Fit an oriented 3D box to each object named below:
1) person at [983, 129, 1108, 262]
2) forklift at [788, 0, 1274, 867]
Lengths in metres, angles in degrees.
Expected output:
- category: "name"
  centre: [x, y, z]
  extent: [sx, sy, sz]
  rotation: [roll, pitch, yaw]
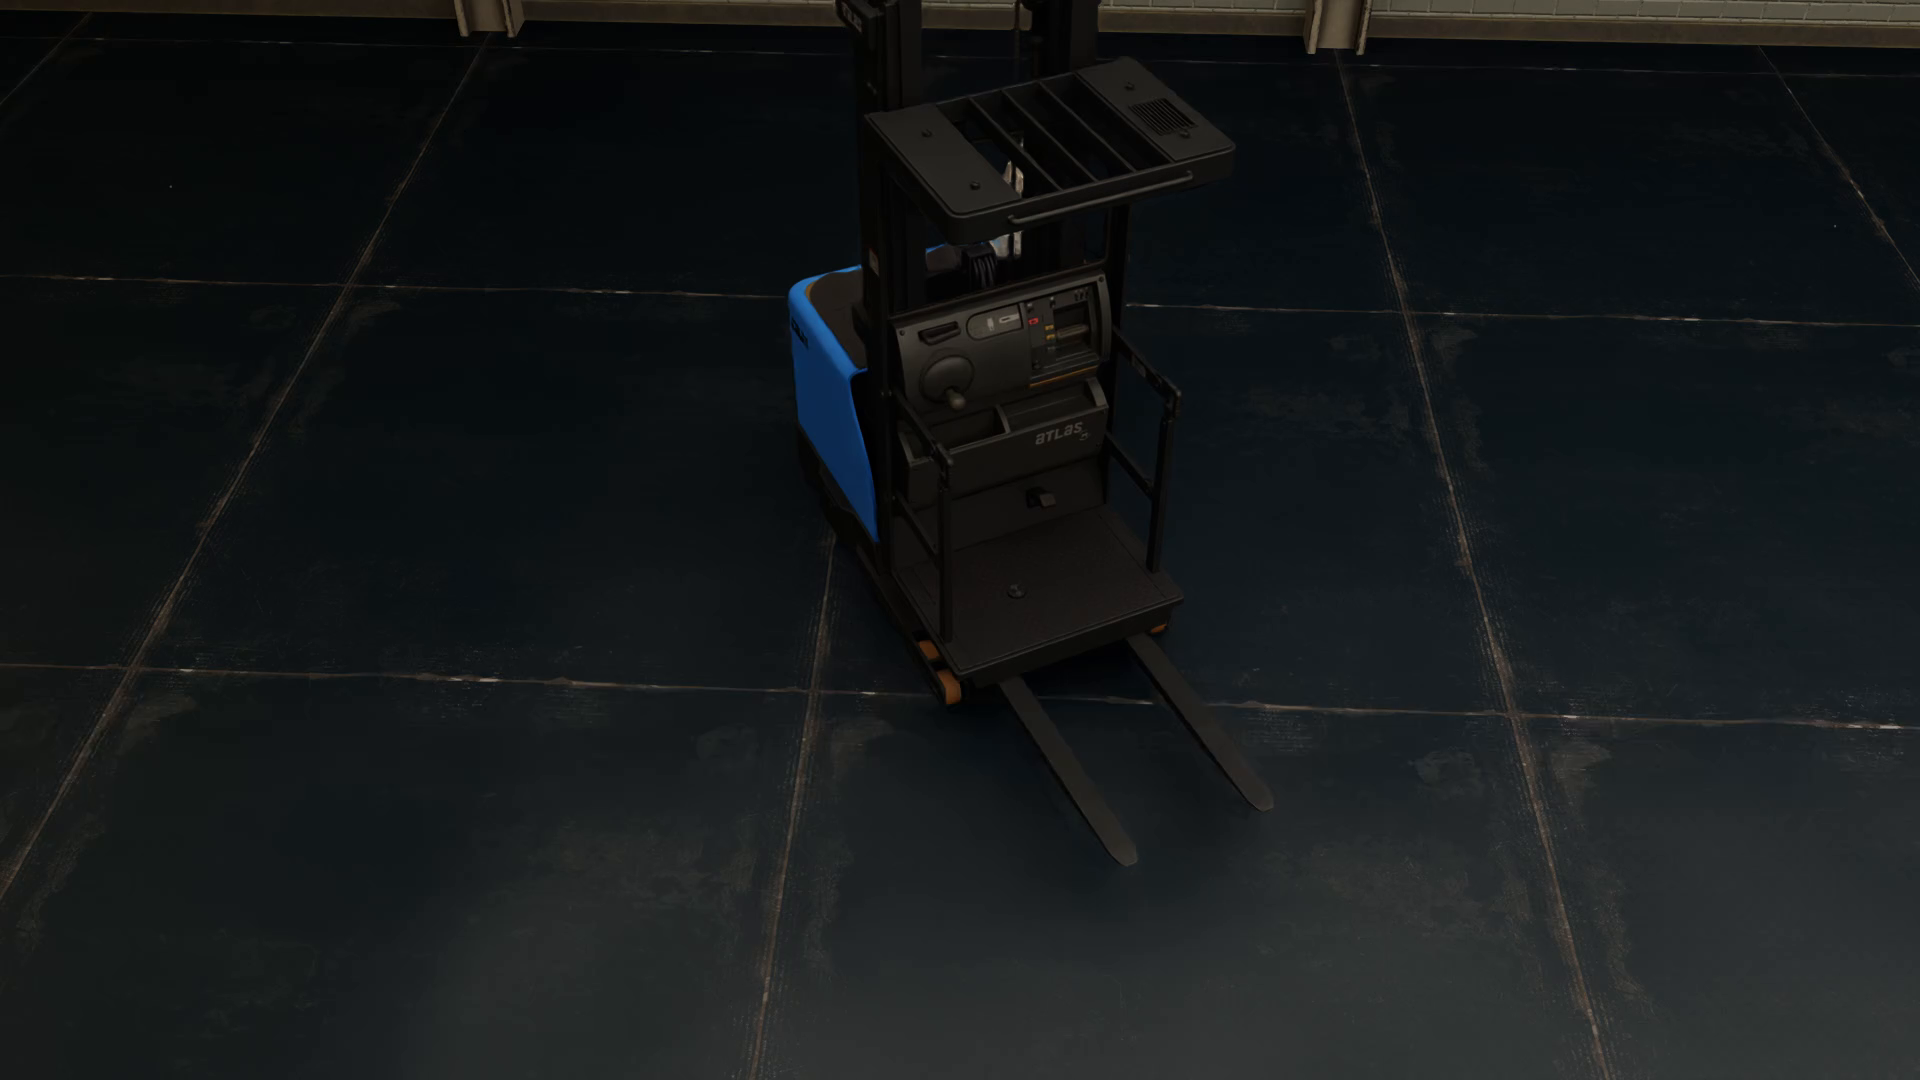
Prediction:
- category: "person"
  centre: [0.546, -1.409, 8.336]
  extent: [0.939, 1.503, 1.230]
  rotation: [-2, 42, -2]
- category: "forklift"
  centre: [0.276, -0.710, 6.520]
  extent: [1.130, 2.935, 3.031]
  rotation: [-18, 45, -18]
